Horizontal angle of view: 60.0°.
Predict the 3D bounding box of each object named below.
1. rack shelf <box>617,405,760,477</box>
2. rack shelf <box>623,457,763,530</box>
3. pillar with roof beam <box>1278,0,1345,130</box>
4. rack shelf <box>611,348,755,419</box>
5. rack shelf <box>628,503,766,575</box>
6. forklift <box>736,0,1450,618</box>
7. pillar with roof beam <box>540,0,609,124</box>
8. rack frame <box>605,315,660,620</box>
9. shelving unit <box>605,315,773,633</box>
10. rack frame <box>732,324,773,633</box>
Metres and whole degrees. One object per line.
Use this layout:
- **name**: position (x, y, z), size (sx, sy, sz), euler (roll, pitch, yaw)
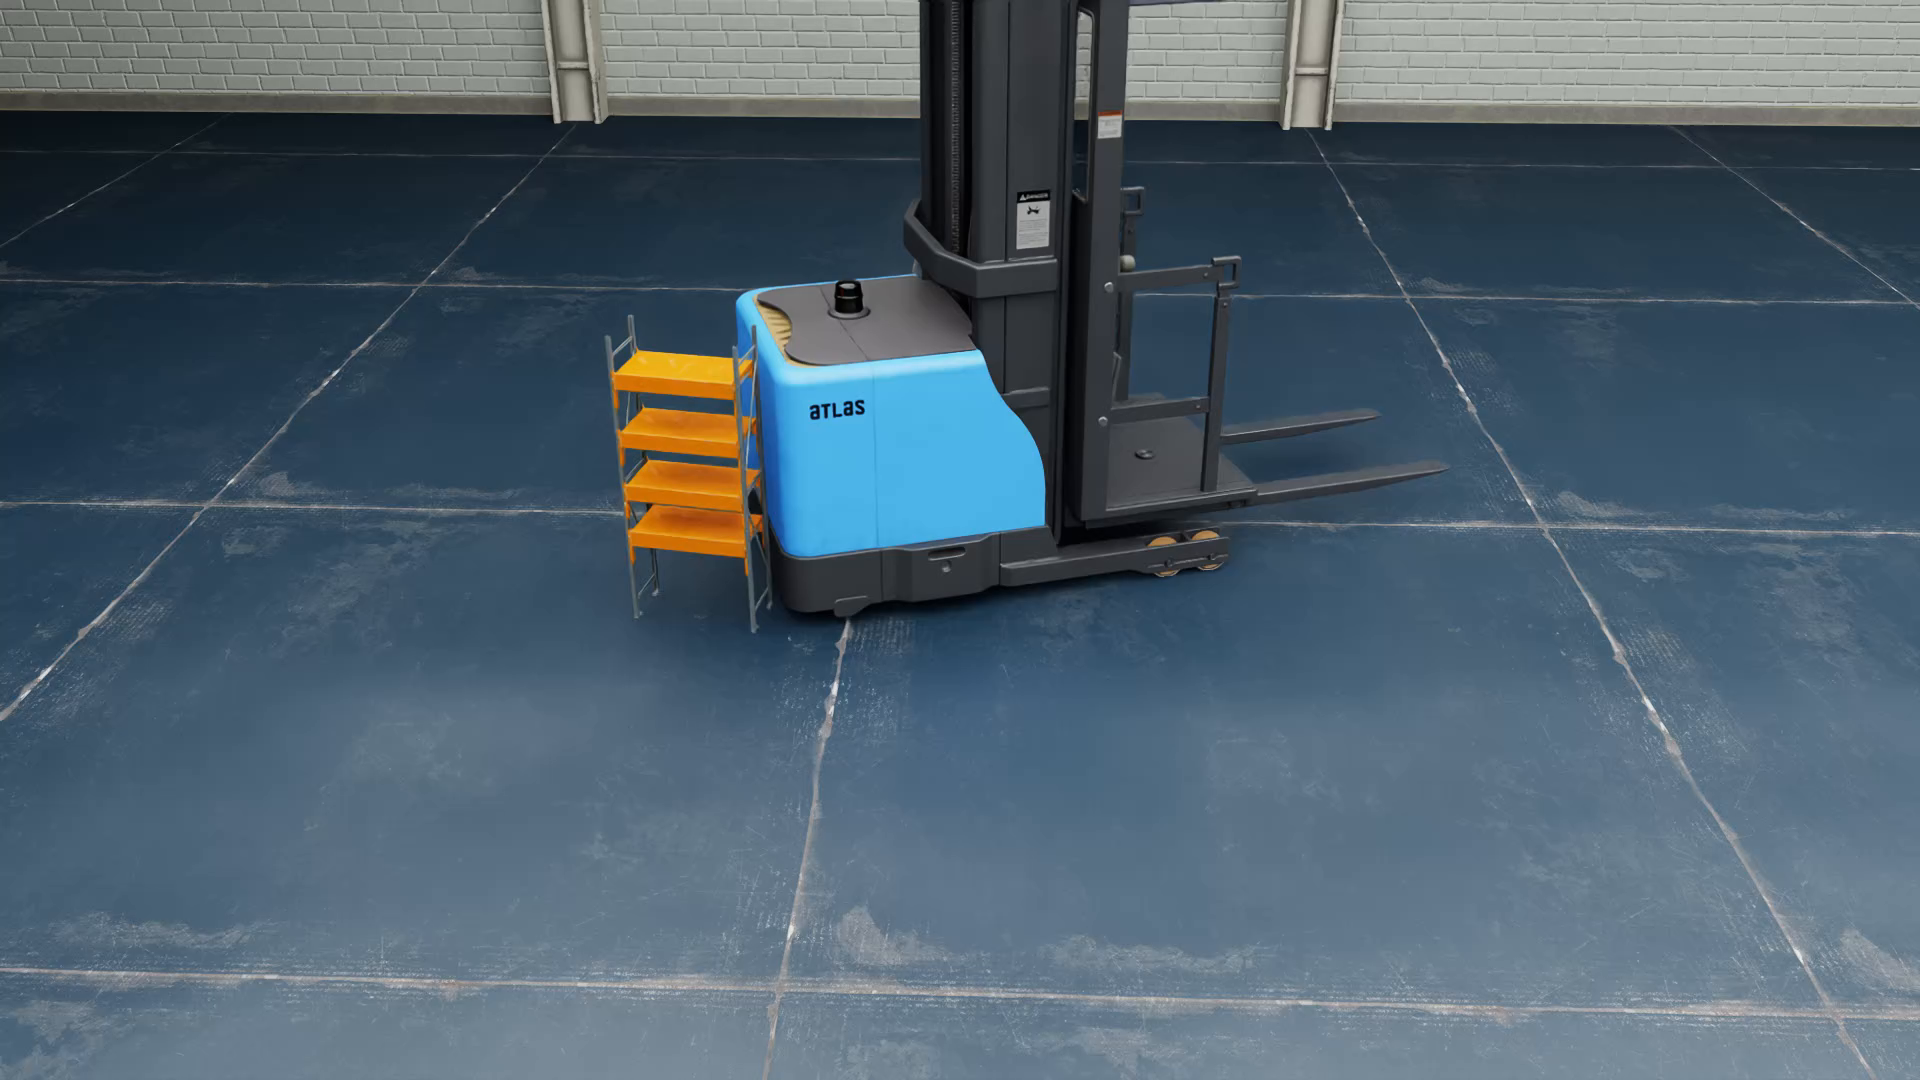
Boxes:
- **rack shelf**: position (-1.031, -0.382, 6.355), size (0.480, 0.148, 0.258), euler (6, 28, 11)
- **rack shelf**: position (-1.031, -0.184, 6.460), size (0.480, 0.148, 0.258), euler (6, 28, 11)
- **pillar with roof beam**: position (2.686, -5.380, 7.791), size (0.400, 9.000, 9.100), euler (1, 28, 2)
- **rack shelf**: position (-1.031, -0.591, 6.244), size (0.480, 0.148, 0.258), euler (6, 28, 11)
- **rack shelf**: position (-1.031, -0.008, 6.553), size (0.480, 0.148, 0.258), euler (6, 28, 11)
- **forklift**: position (0.631, -1.368, 6.702), size (3.031, 2.935, 1.130), euler (-8, 29, -14)
- **pillar with roof beam**: position (-3.311, -5.479, 7.978), size (0.400, 9.000, 9.100), euler (1, 28, 2)
- **rack frame**: position (-1.269, -0.267, 6.473), size (0.015, 1.200, 0.240), euler (6, 28, 11)
- **shelving unit**: position (-1.031, -0.243, 6.428), size (0.503, 1.200, 0.258), euler (6, 28, 11)
- **rack frame**: position (-0.792, -0.220, 6.383), size (0.015, 1.200, 0.240), euler (6, 28, 11)
